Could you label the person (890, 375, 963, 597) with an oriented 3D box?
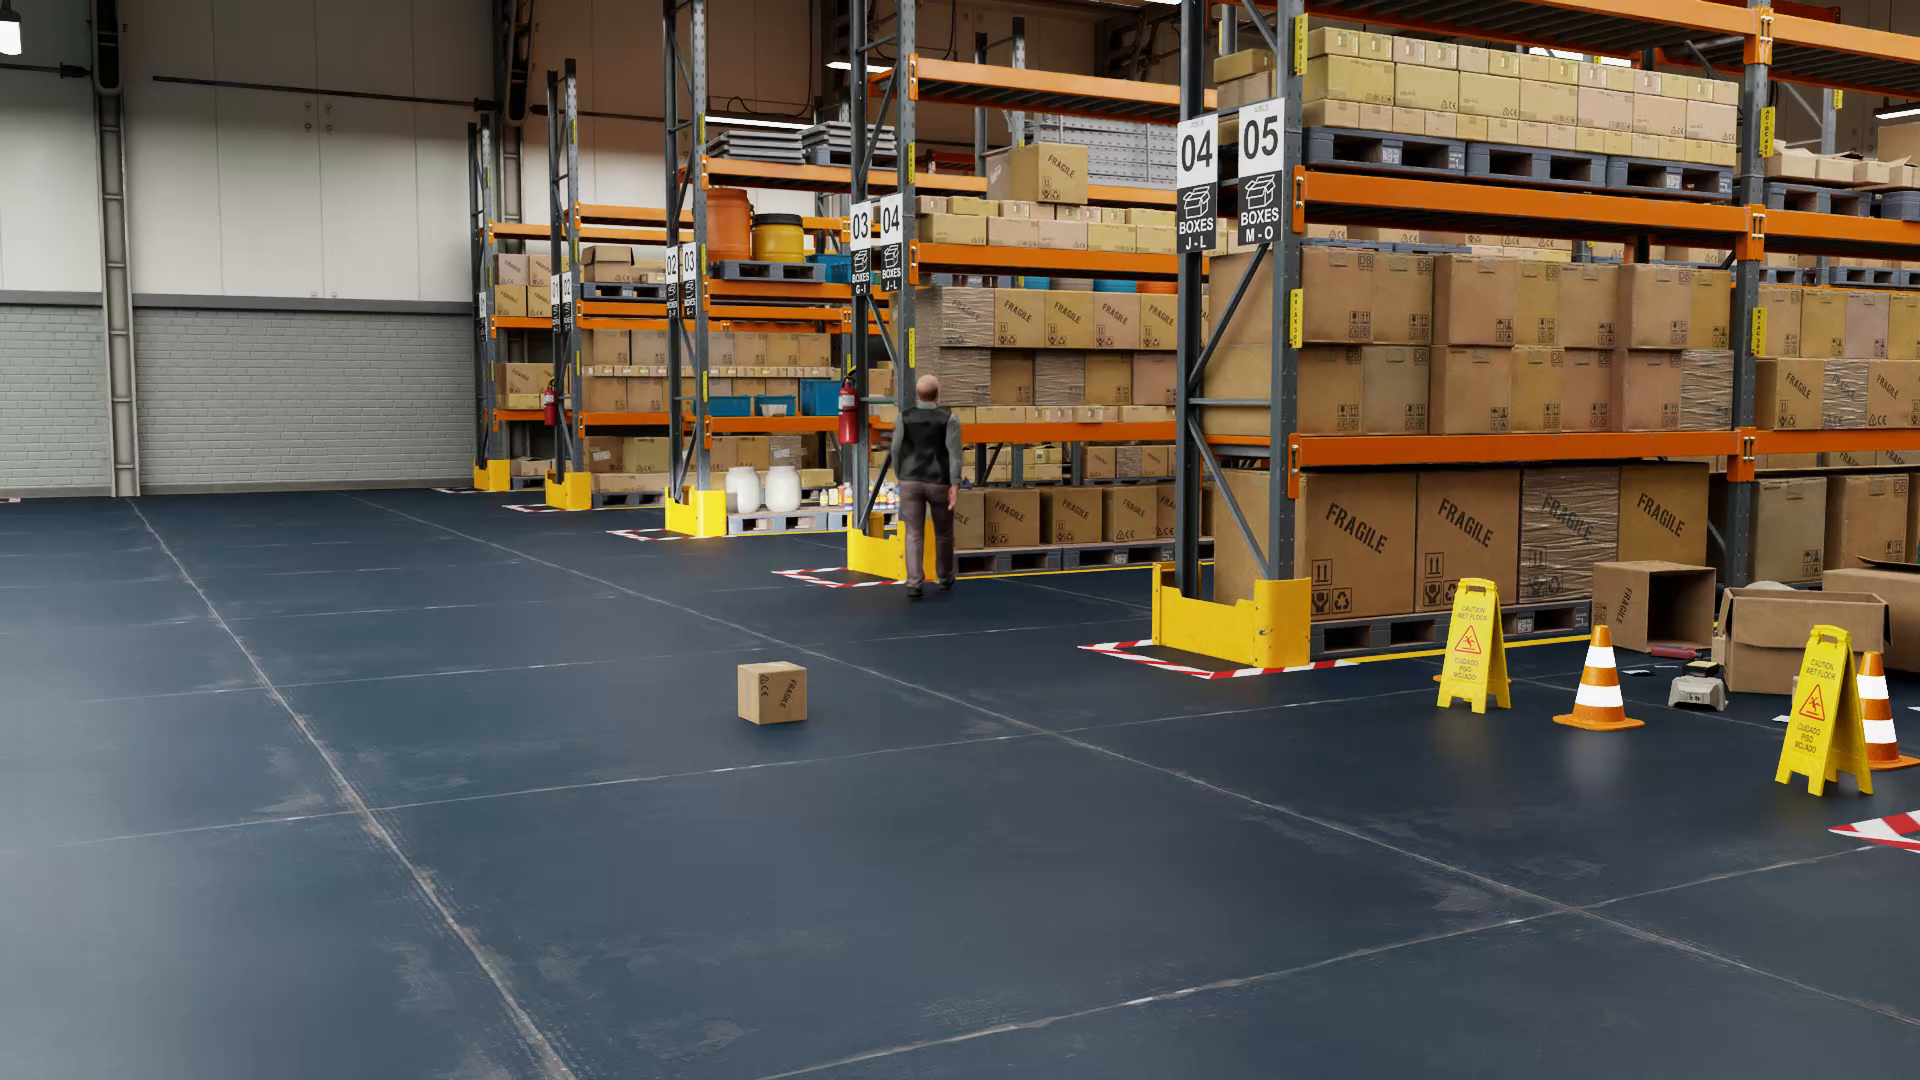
[{"bbox_3d":[-0.255,-0.425,12.763,0.552,1.678,0.928,0,5,0],"label":"person"}]
